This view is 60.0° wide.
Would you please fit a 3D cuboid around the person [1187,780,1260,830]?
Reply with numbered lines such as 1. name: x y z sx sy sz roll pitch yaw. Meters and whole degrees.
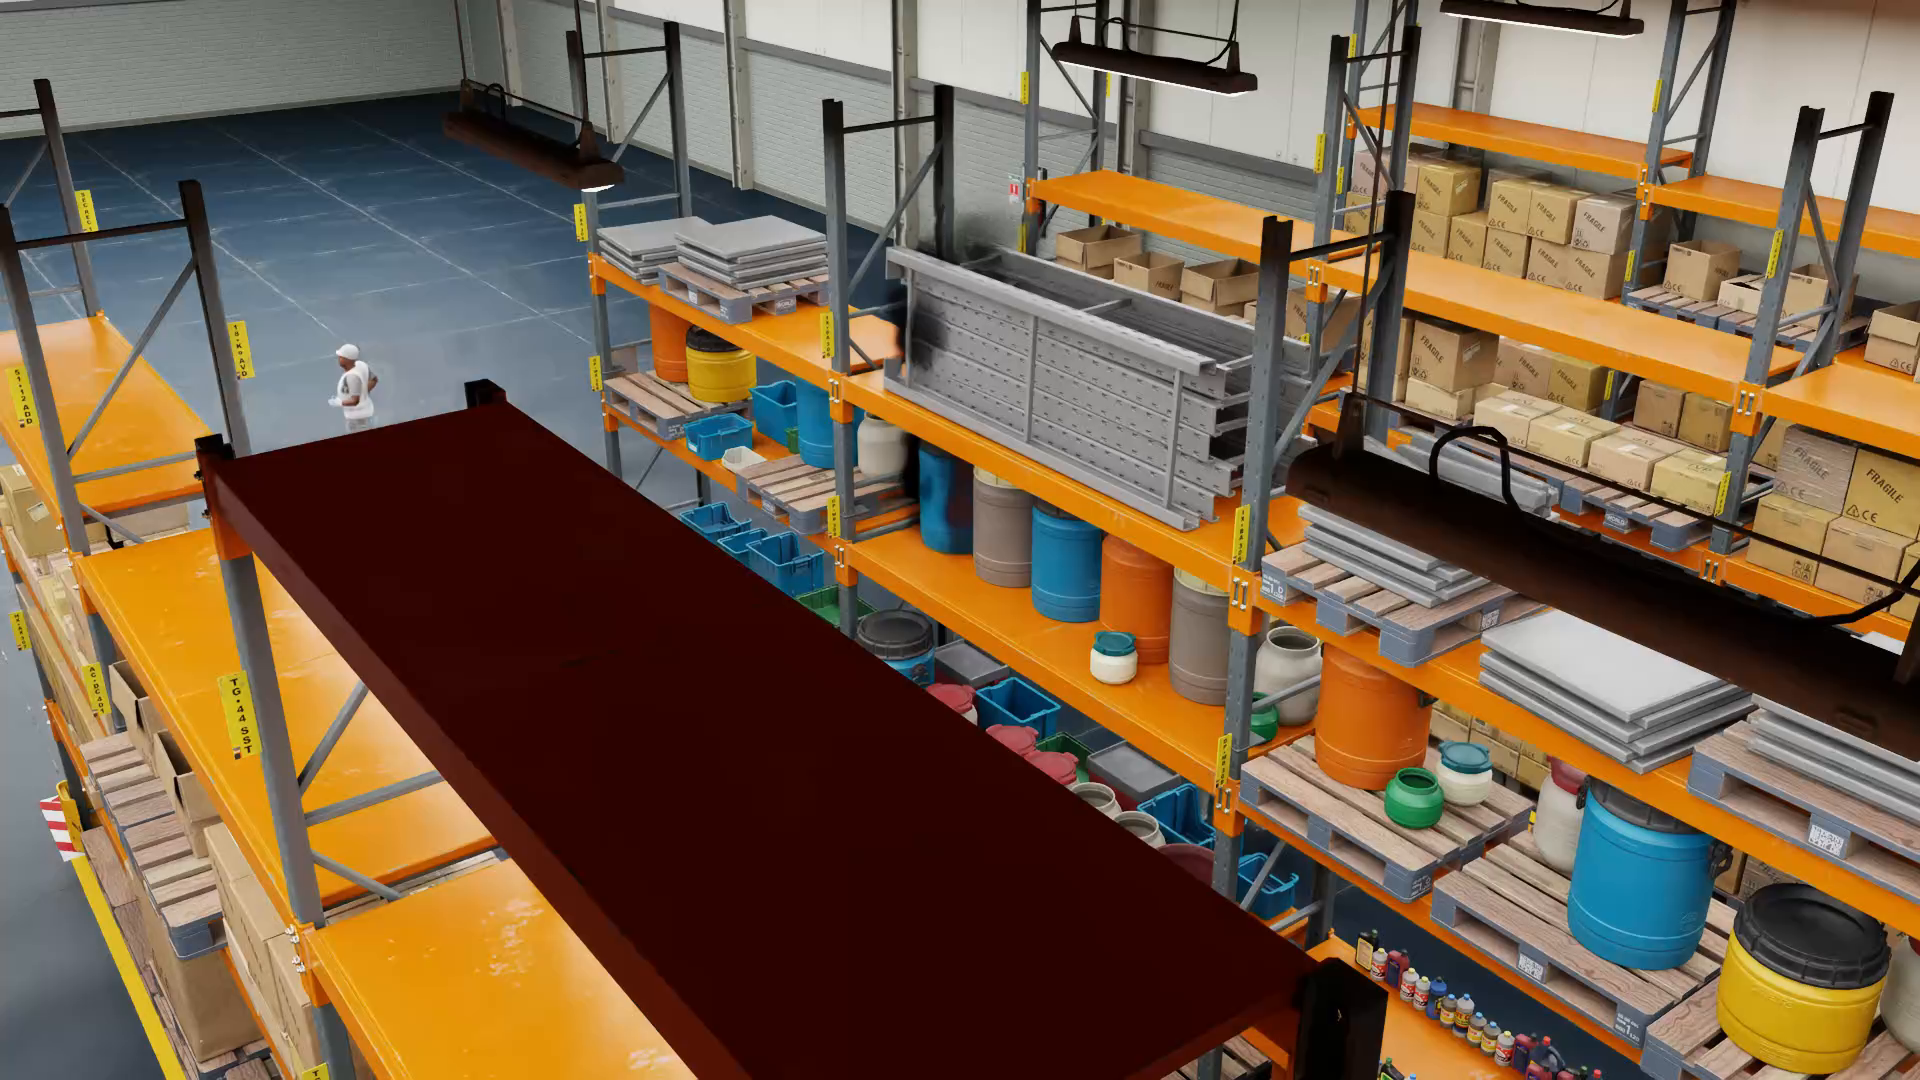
1. person: 2.157 1.589 13.441 1.018 1.767 0.709 22 32 39

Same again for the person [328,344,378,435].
1. person: -7.252 -1.507 20.112 0.859 1.789 0.681 -5 25 -10
